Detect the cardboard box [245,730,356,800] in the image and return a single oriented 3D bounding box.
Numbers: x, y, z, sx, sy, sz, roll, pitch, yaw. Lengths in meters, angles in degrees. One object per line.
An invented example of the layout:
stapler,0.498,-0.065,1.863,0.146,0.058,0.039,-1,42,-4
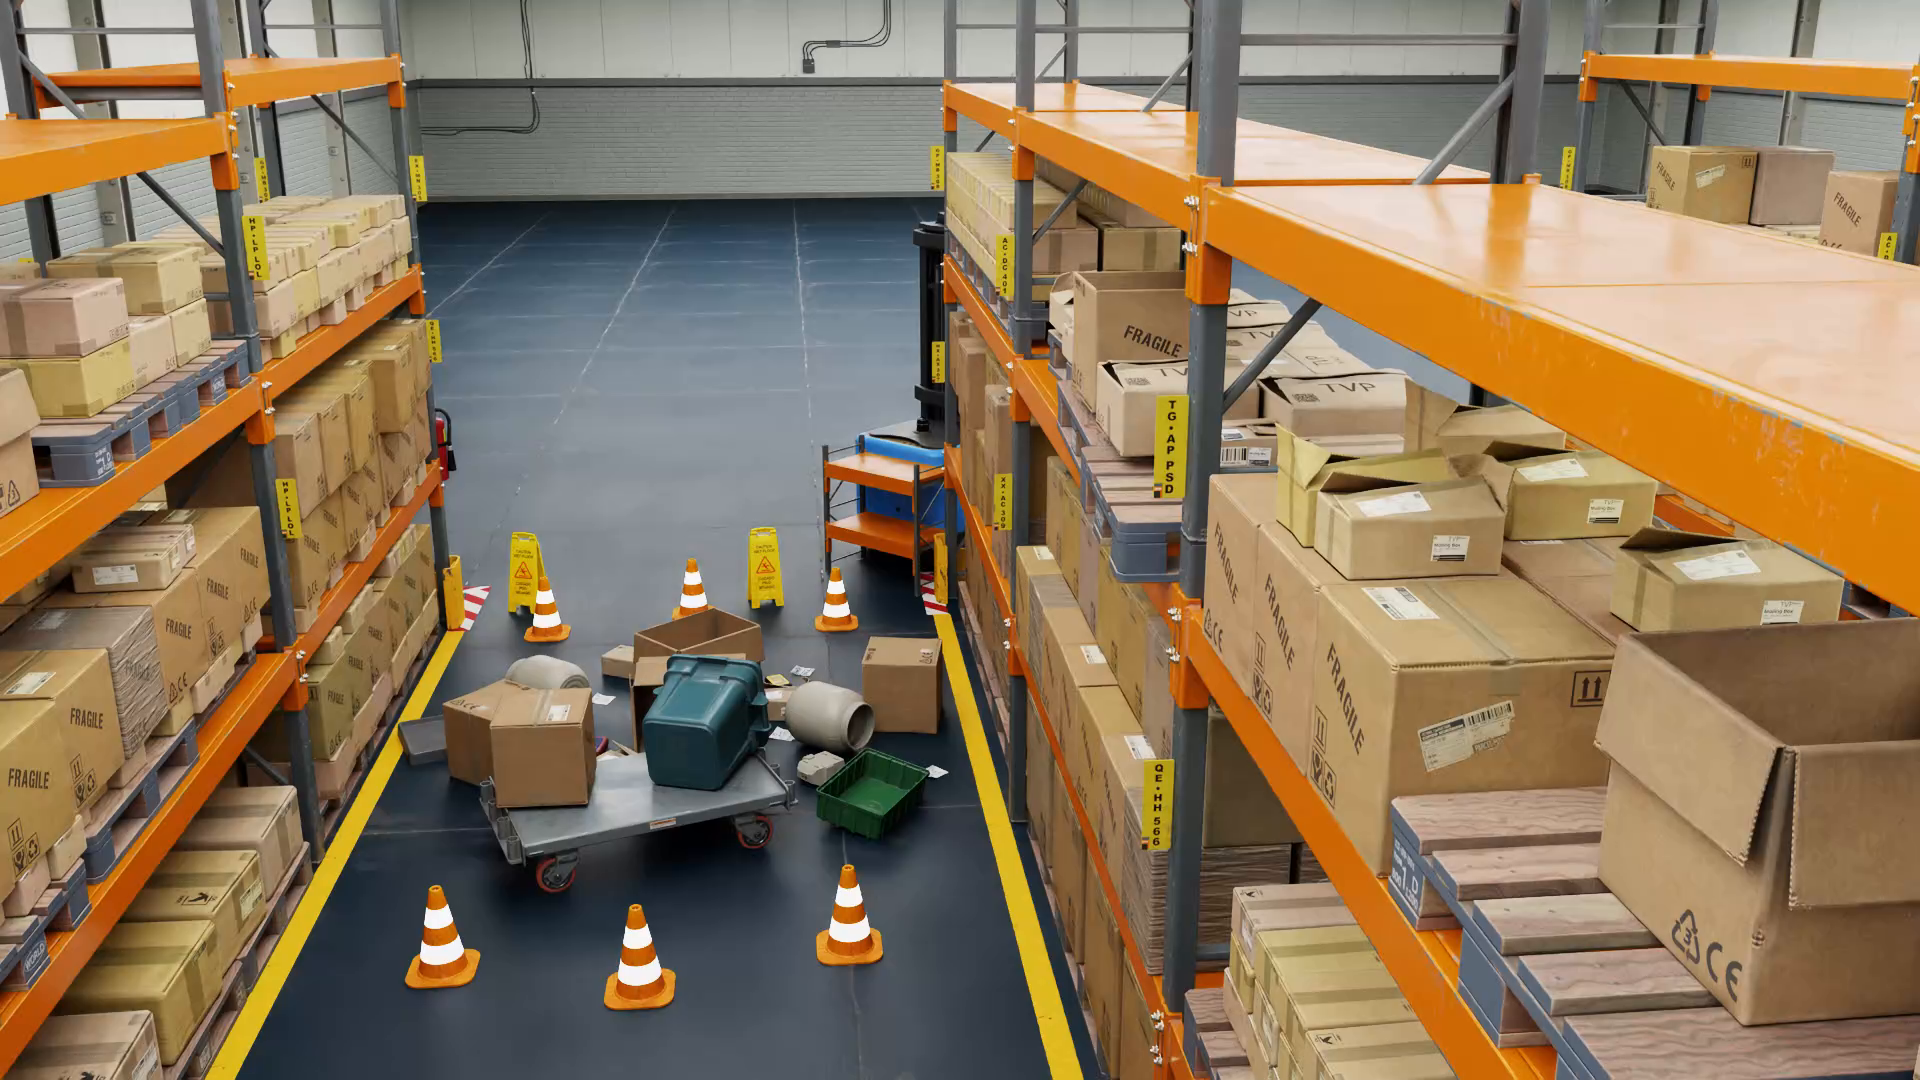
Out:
cardboard box,-3.911,1.332,9.889,0.500,0.250,0.500,-3,18,-8

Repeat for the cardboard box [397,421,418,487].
cardboard box,-4.155,-0.674,11.727,0.500,0.500,0.500,-2,18,-6

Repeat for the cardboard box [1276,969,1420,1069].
cardboard box,1.113,1.346,4.681,0.380,0.149,0.250,-2,18,-6

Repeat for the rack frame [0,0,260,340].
rack frame,-4.119,-2.458,8.055,1.000,3.000,0.127,-2,18,-6

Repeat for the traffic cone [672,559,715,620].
traffic cone,-2.135,0.376,13.281,0.336,0.463,0.334,-2,18,-6

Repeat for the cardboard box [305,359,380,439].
cardboard box,-4.149,-0.856,10.635,0.700,0.500,0.500,-2,18,-6

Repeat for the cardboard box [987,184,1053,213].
cardboard box,0.363,-2.042,9.959,0.380,0.149,0.250,-1,17,-5

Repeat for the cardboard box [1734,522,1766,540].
cardboard box,5.305,-0.059,10.850,0.380,0.149,0.250,-2,18,-6

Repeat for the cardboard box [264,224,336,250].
cardboard box,-4.069,-1.852,10.221,0.380,0.149,0.250,-1,17,-5

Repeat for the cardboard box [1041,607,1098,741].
cardboard box,0.683,0.638,8.043,0.500,0.500,0.500,-2,18,-6

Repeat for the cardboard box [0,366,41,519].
cardboard box,-3.892,-0.338,6.138,0.797,0.503,0.637,-2,18,-6

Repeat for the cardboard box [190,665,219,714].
cardboard box,-3.690,0.699,7.733,0.380,0.149,0.250,-2,18,-5

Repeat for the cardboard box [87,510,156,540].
cardboard box,-4.356,0.163,8.358,0.500,0.500,0.500,-1,17,-4

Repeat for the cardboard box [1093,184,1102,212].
cardboard box,1.015,-2.064,10.030,0.380,0.149,0.250,-2,18,-7

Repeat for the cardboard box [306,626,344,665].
cardboard box,-3.865,0.625,9.804,0.380,0.149,0.250,-2,17,-5

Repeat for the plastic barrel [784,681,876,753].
plastic barrel,-0.849,1.160,10.849,0.512,0.421,0.421,11,21,32

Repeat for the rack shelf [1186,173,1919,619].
rack shelf,1.413,-0.319,3.112,1.077,0.370,4.000,-2,18,-6

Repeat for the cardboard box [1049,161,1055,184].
cardboard box,0.833,-2.592,11.712,0.380,0.149,0.250,-1,17,-5

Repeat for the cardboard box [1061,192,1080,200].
cardboard box,0.863,-2.134,10.917,0.500,0.250,0.500,-2,18,-5

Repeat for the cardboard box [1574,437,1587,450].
cardboard box,5.125,-0.806,13.230,0.380,0.149,0.250,-2,18,-6

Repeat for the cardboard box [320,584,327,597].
cardboard box,-3.968,0.269,9.806,0.380,0.149,0.250,-2,18,-6

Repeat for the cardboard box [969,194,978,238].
cardboard box,0.333,-2.117,10.864,0.500,0.250,0.500,-2,18,-6

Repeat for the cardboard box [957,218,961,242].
cardboard box,0.177,-2.192,11.766,0.380,0.149,0.250,-2,18,-5

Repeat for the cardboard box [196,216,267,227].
cardboard box,-4.673,-1.988,10.653,0.380,0.149,0.250,-1,17,-4

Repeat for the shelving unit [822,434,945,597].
shelving unit,-0.601,-0.223,14.083,1.048,1.125,0.538,14,22,37

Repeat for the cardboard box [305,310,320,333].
cardboard box,-4.017,-1.313,9.837,0.380,0.149,0.250,-2,18,-7

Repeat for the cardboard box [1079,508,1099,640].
cardboard box,0.958,0.148,7.934,0.700,0.500,0.500,-2,18,-5

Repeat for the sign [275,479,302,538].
sign,-3.567,-0.166,8.839,0.100,0.325,0.005,-2,18,-6

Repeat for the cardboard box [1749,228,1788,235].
cardboard box,5.336,-2.015,11.237,0.380,0.149,0.250,-2,18,-8

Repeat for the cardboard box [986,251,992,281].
cardboard box,0.358,-1.665,10.088,0.380,0.149,0.250,-2,18,-5

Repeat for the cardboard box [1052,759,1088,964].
cardboard box,1.043,1.564,8.315,1.050,0.750,0.750,-2,18,-6

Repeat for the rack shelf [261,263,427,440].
rack shelf,-4.325,-1.279,10.510,1.077,0.370,4.000,-2,18,-6

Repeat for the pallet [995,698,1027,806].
pallet,0.794,1.323,10.684,1.003,0.211,1.213,-2,18,-6

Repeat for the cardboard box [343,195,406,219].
cardboard box,-4.203,-2.387,11.927,0.380,0.149,0.250,-2,18,-5

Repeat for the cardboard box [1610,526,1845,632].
cardboard box,1.660,0.064,3.585,0.396,0.266,0.258,-2,18,-6

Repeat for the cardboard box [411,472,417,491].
cardboard box,-4.139,-0.414,11.979,0.380,0.149,0.250,-2,18,-7

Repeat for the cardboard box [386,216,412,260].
cardboard box,-4.211,-2.145,11.819,0.500,0.250,0.500,-2,18,-6

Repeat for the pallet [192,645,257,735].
pallet,-4.185,0.728,8.243,1.003,0.211,1.213,-2,18,-6

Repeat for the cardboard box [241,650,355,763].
cardboard box,-3.911,0.974,9.777,0.500,0.500,0.500,-1,17,-3

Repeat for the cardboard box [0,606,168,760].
cardboard box,-3.689,0.603,6.958,0.500,0.500,0.500,-2,18,-8

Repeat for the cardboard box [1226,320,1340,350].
cardboard box,1.246,-0.748,6.899,0.500,0.311,0.500,-2,18,-7

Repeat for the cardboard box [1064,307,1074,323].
cardboard box,0.654,-1.021,8.039,0.250,0.149,0.380,-2,18,-6

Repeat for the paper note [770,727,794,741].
paper note,-1.166,1.294,11.092,0.172,0.023,0.155,4,18,13

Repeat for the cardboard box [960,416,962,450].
cardboard box,0.465,-0.933,12.963,0.875,0.550,0.550,-2,18,-6

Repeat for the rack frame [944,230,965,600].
rack frame,0.382,-0.970,13.333,1.000,3.000,0.127,-2,18,-6

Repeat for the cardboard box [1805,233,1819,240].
cardboard box,5.839,-1.945,11.015,0.380,0.149,0.250,-2,18,-7

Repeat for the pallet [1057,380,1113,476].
pallet,0.969,-0.451,6.987,1.003,0.211,1.213,-1,17,-3

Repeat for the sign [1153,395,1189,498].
sign,0.654,-0.288,5.156,0.100,0.325,0.005,-2,18,-6

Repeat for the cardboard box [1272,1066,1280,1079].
cardboard box,1.108,1.632,4.761,0.380,0.149,0.250,-1,17,-3

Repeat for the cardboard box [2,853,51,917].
cardboard box,-3.533,1.245,5.995,0.380,0.149,0.250,-3,18,-9

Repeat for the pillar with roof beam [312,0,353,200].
pillar with roof beam,-8.486,-10.543,33.810,9.100,9.000,0.400,-2,18,-6

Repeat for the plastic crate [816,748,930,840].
plastic crate,-0.527,1.524,9.986,0.450,0.188,0.662,18,23,19

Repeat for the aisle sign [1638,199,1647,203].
aisle sign,5.618,-2.362,13.424,0.394,0.787,0.004,-2,18,-6

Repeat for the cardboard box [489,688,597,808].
cardboard box,-2.352,1.172,9.419,0.500,0.500,0.500,-2,18,-6

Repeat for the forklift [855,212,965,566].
forklift,0.417,-1.539,15.258,1.130,2.935,3.031,15,23,39

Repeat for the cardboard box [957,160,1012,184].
cardboard box,0.176,-2.575,11.655,0.380,0.149,0.250,-2,17,-5

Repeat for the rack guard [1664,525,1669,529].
rack guard,5.333,0.122,14.027,1.175,0.500,0.348,-2,18,-6

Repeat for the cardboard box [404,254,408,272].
cardboard box,-4.217,-2.001,12.027,0.380,0.149,0.250,-2,18,-5

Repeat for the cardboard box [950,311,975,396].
cardboard box,0.381,-1.445,12.793,0.875,0.550,0.550,-2,18,-6
